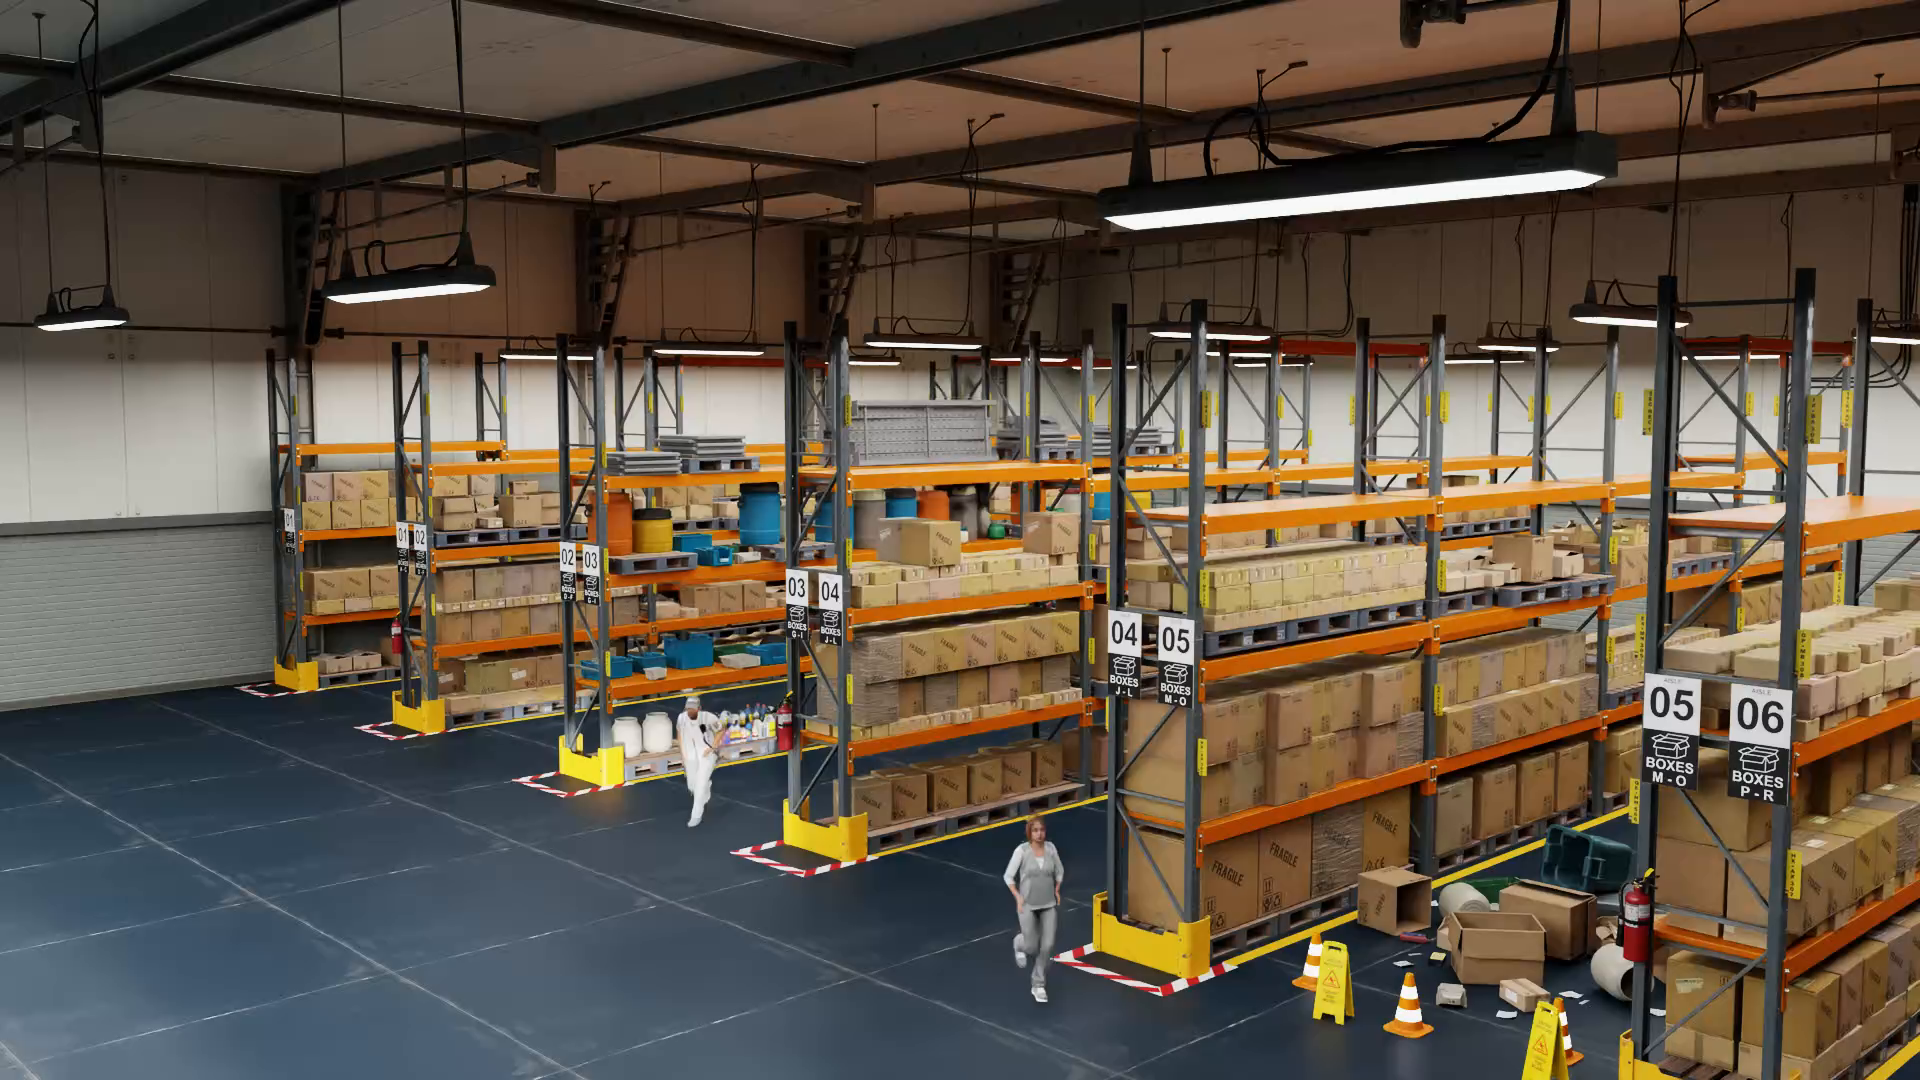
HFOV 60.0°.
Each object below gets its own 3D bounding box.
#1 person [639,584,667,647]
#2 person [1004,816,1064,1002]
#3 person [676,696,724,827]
[{"bbox_3d":[-5.722,1.599,30.957,0.643,1.732,0.948,4,6,38],"label":"person"},{"bbox_3d":[0.650,3.152,14.388,0.545,1.562,0.610,-1,5,-14],"label":"person"},{"bbox_3d":[-3.145,2.651,20.225,0.606,1.617,0.889,0,5,6],"label":"person"}]
